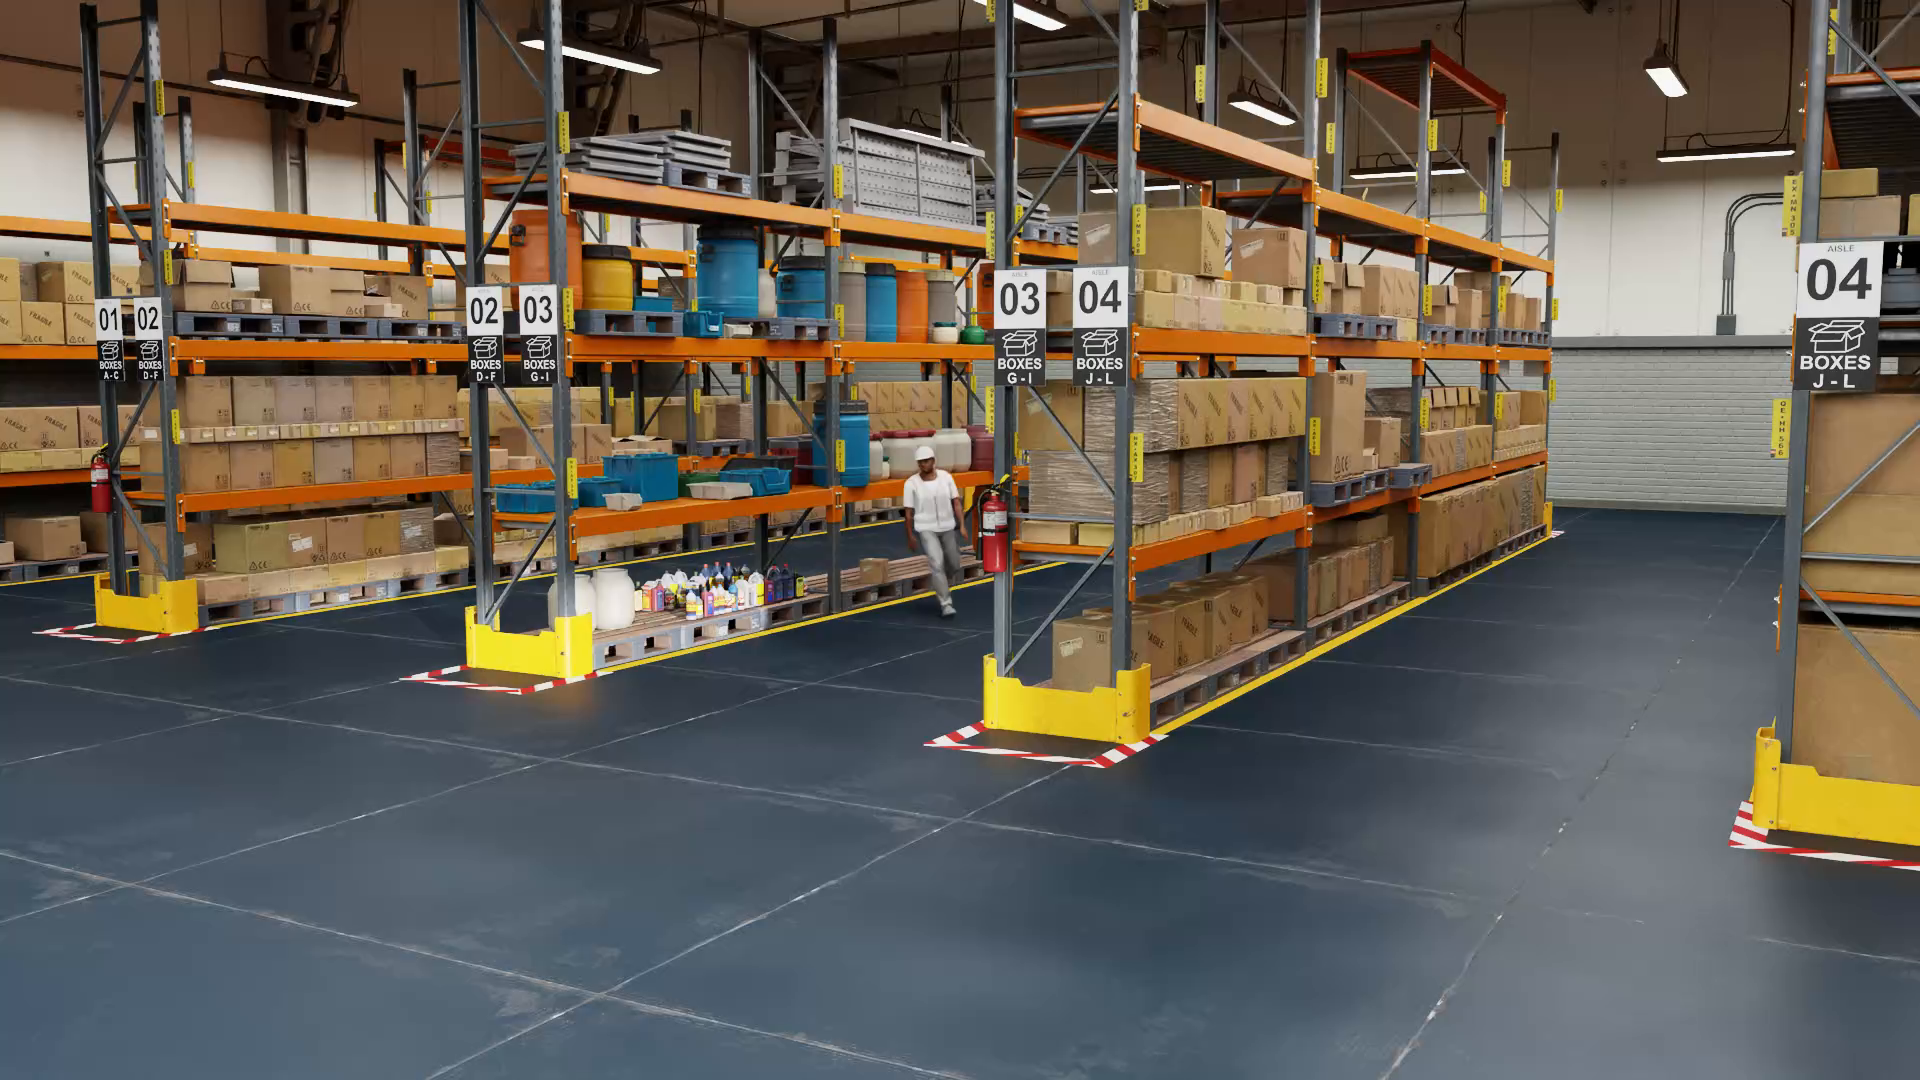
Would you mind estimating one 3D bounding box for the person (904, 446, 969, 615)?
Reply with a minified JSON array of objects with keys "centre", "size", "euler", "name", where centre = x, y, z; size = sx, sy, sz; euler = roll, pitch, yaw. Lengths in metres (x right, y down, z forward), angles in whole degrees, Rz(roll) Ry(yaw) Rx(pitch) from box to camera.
[{"centre":[-0.264,-0.108,17.100],"size":[0.645,1.730,0.879],"euler":[-2,6,-17],"name":"person"}]
